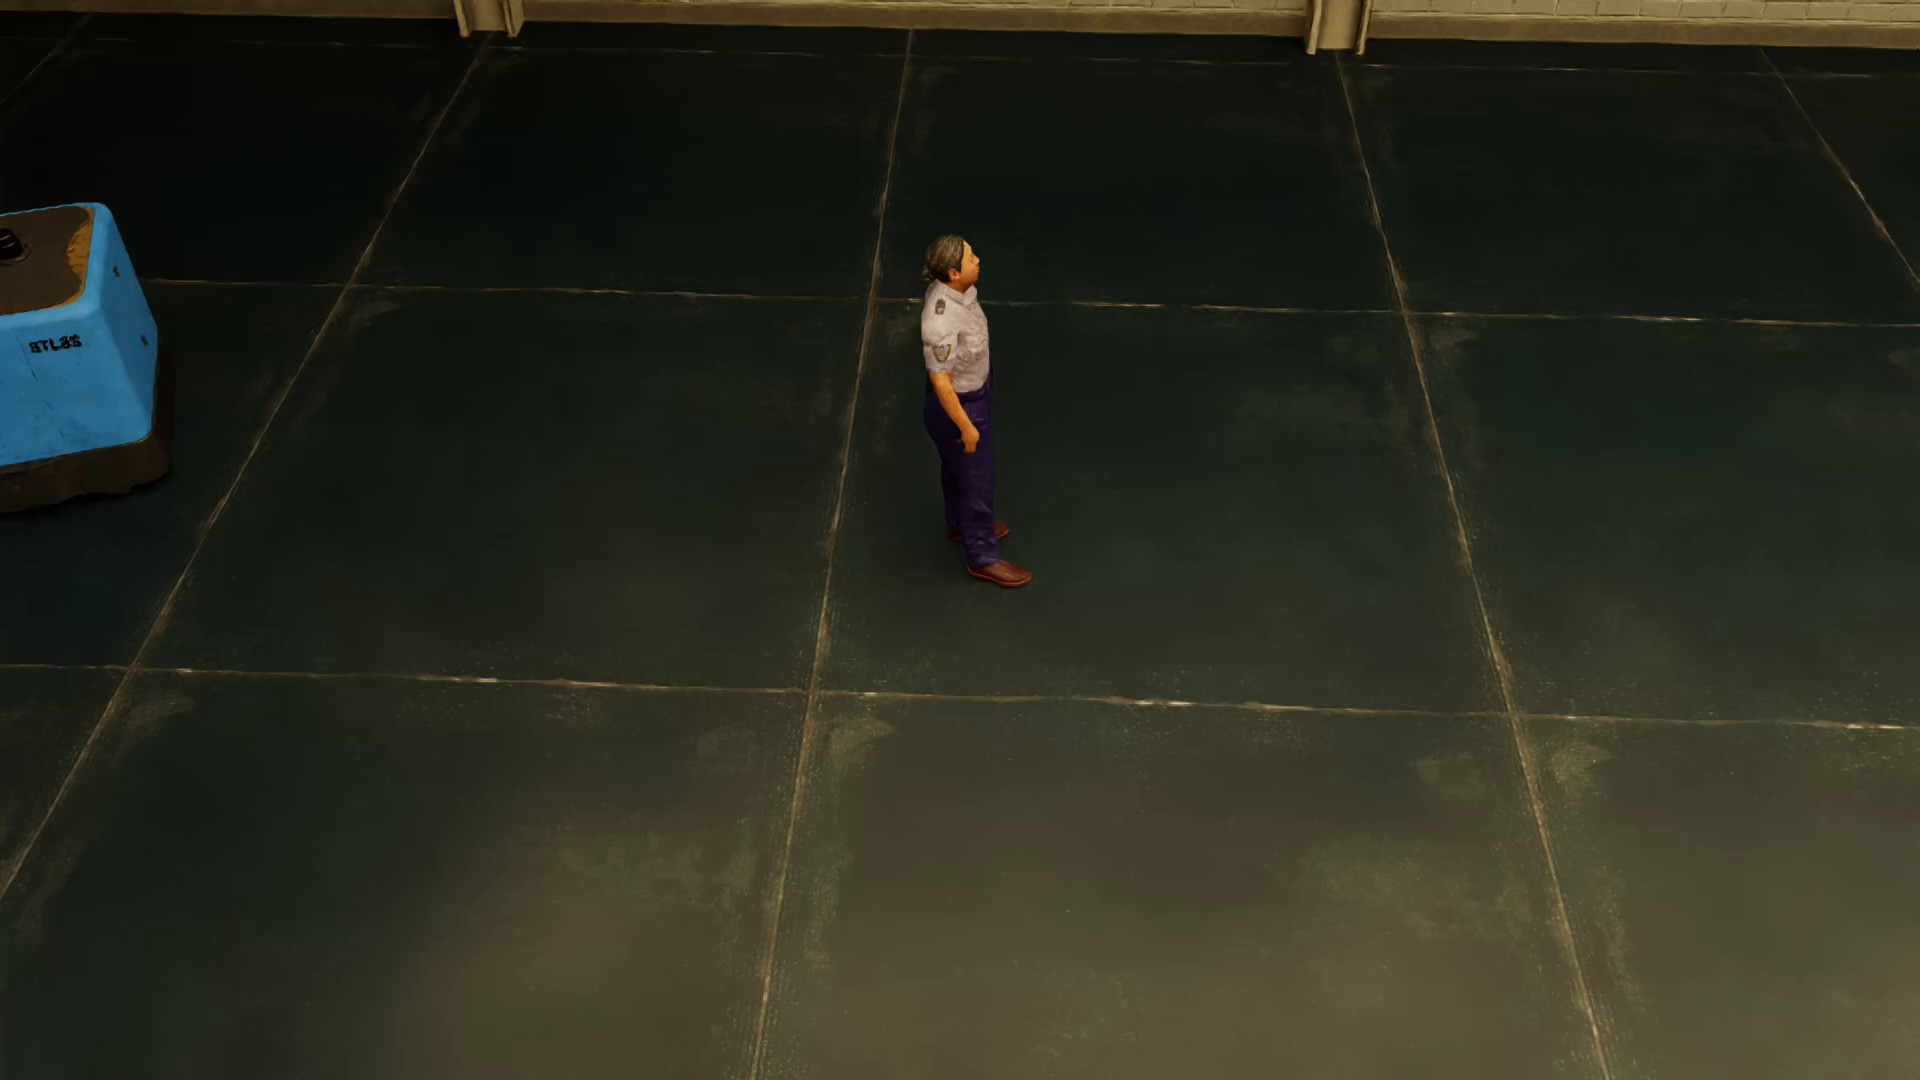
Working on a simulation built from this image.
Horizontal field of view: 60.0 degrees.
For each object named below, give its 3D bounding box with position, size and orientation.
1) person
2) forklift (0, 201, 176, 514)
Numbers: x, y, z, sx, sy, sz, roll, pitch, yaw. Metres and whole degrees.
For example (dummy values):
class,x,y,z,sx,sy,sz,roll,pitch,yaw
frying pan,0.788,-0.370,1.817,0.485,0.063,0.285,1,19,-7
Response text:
class,x,y,z,sx,sy,sz,roll,pitch,yaw
person,0.089,-0.596,7.336,0.502,1.650,0.599,2,42,2
forklift,-5.472,-1.361,7.233,3.031,2.935,1.130,-12,44,-13
